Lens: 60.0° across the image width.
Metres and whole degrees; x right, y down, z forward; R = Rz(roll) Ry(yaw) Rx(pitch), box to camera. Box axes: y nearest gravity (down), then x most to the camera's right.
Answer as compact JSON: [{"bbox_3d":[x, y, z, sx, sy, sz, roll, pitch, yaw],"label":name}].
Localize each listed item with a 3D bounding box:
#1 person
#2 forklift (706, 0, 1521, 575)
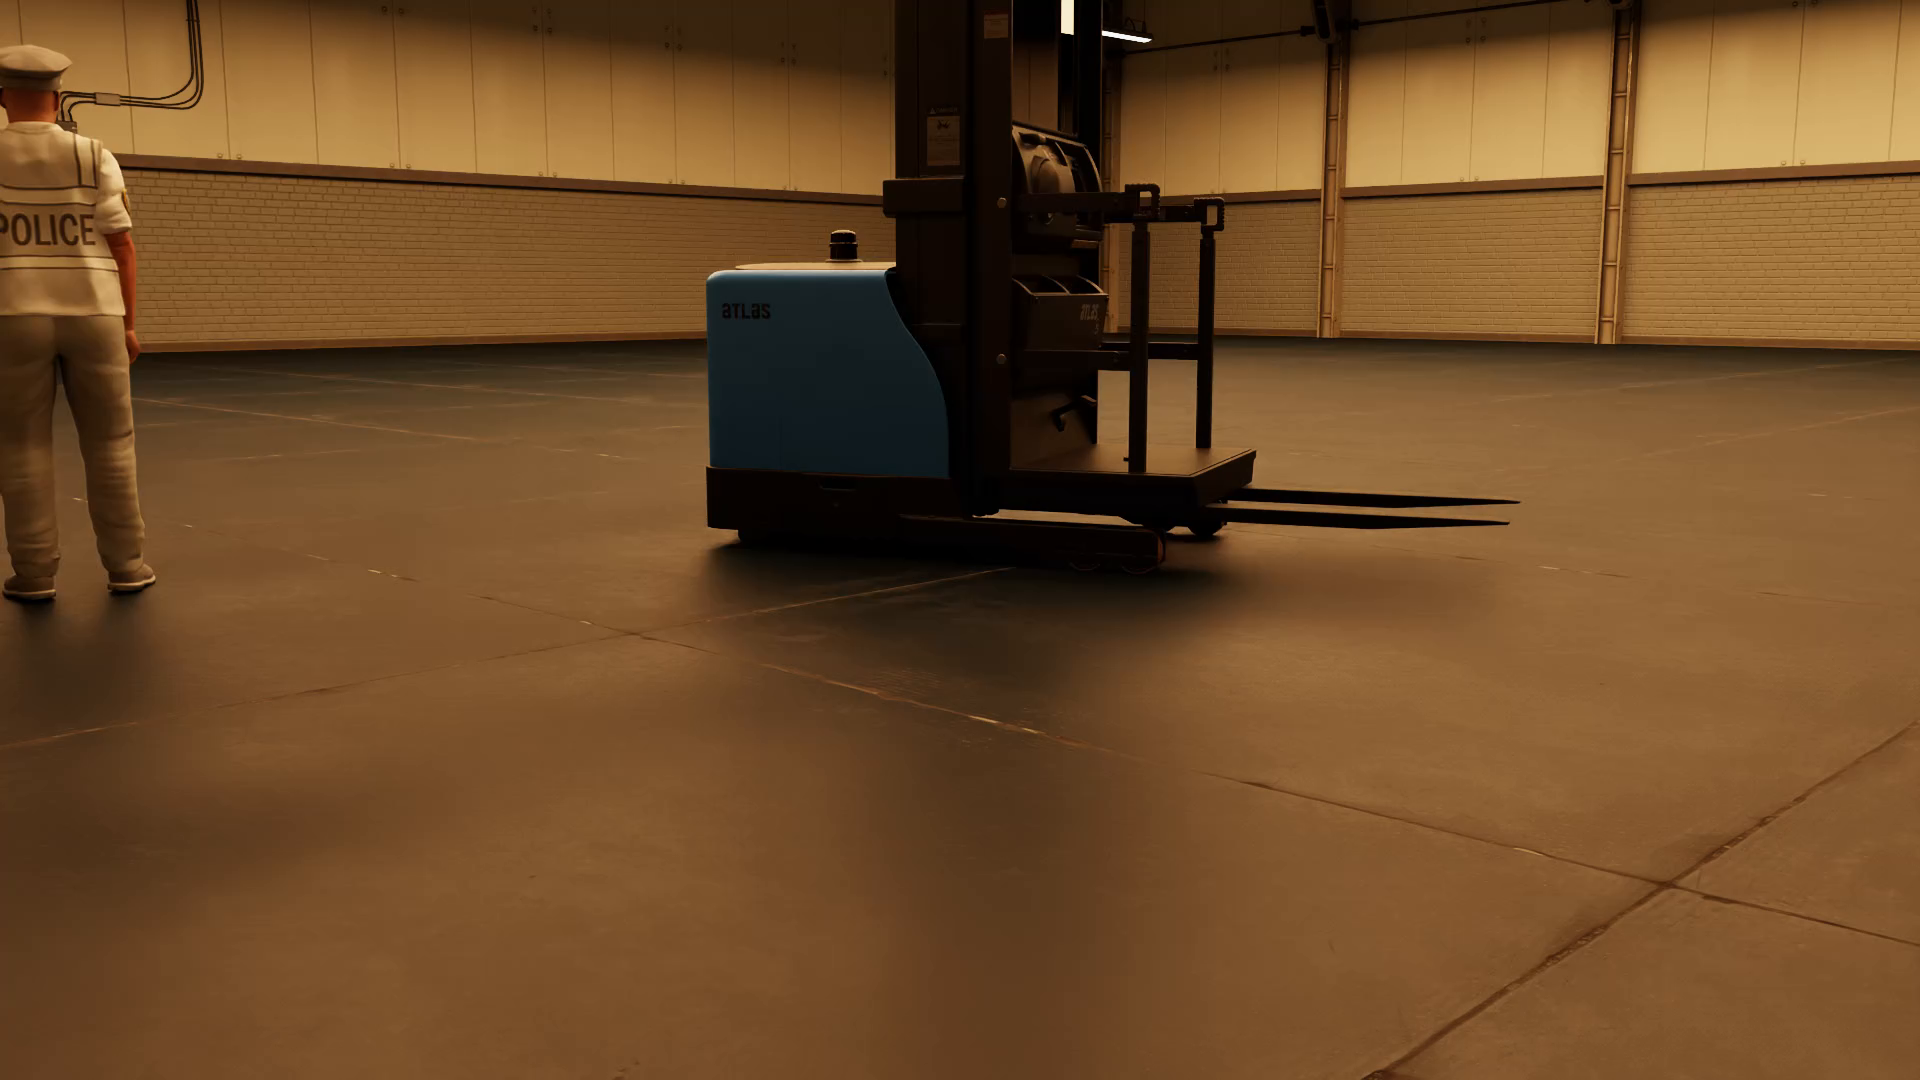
[{"bbox_3d":[-2.951,-0.697,5.402,0.522,1.775,0.409,-5,10,-31],"label":"person"},{"bbox_3d":[0.565,-1.416,6.275,3.031,2.935,1.130,3,9,22],"label":"forklift"}]
